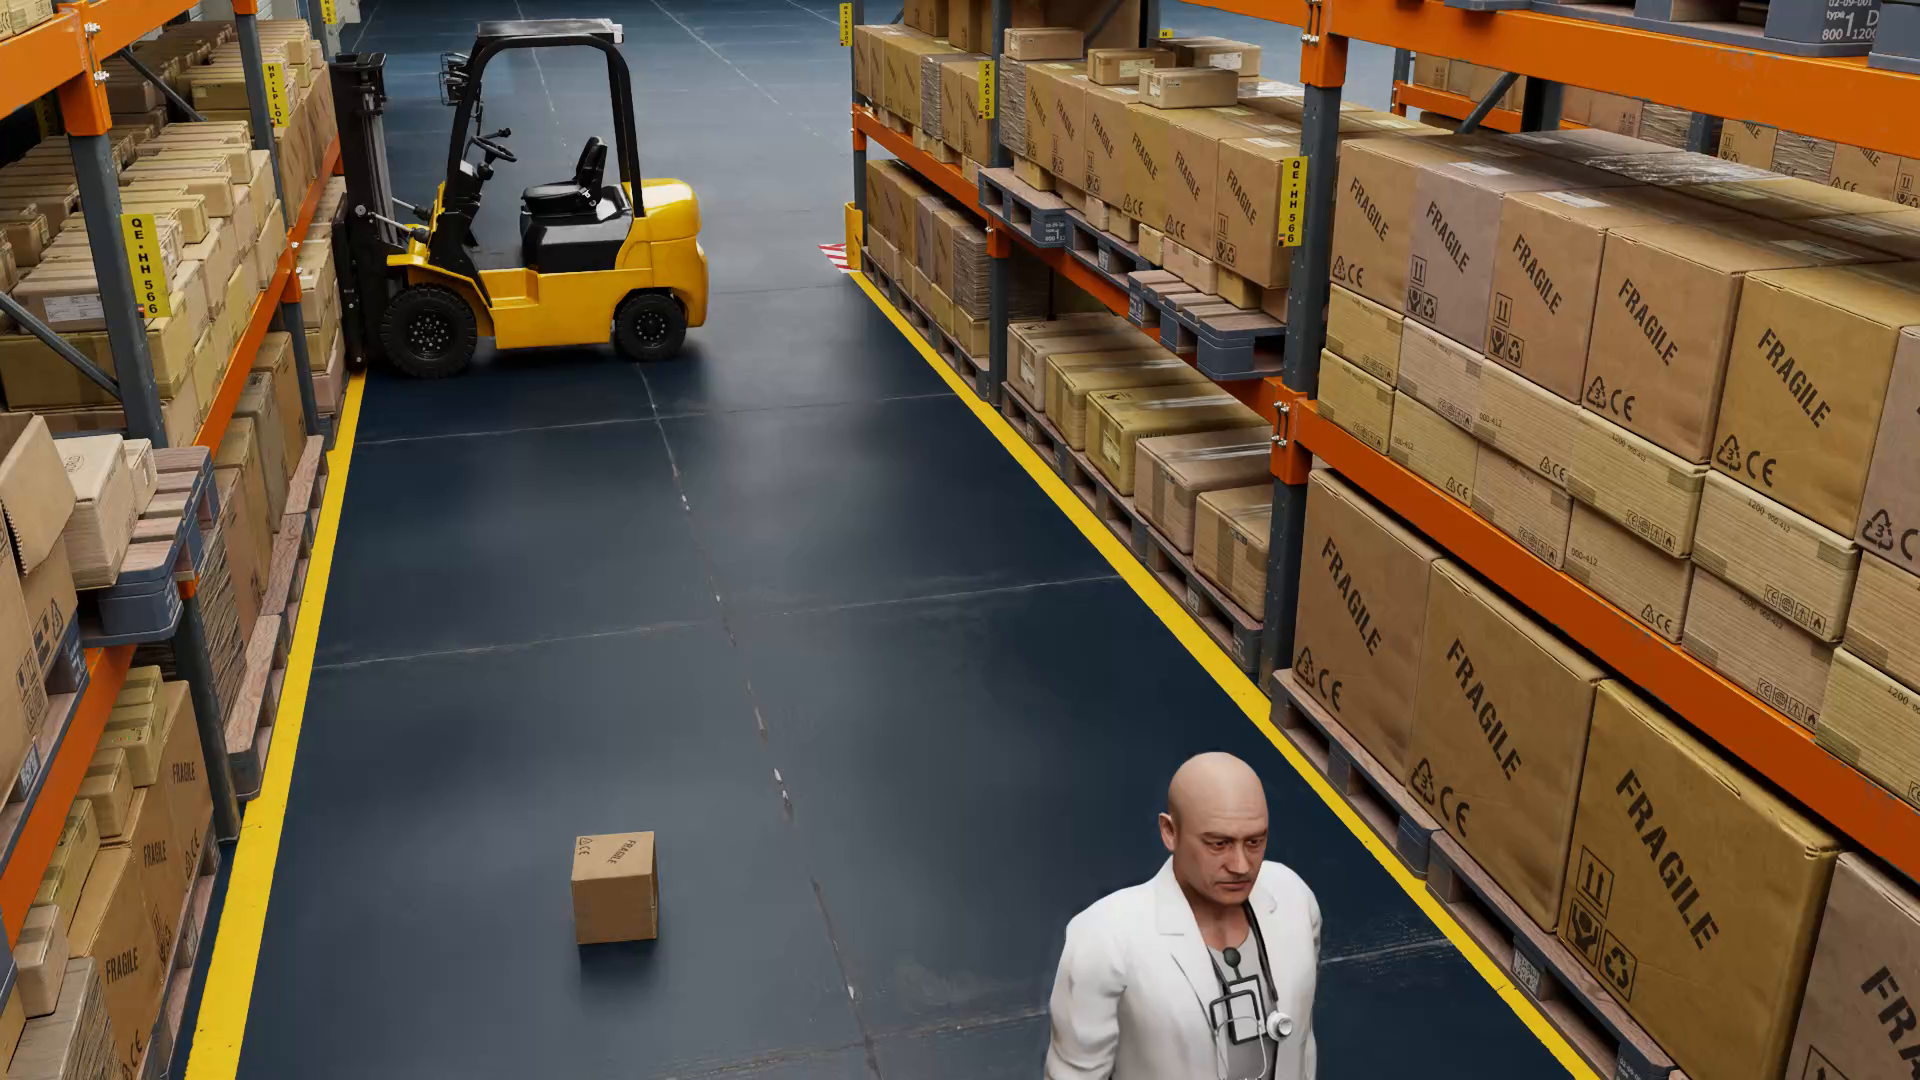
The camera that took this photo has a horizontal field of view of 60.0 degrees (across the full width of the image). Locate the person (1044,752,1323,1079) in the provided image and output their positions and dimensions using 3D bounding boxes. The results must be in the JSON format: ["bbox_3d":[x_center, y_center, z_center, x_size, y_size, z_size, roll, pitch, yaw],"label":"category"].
[{"bbox_3d":[0.431,1.199,3.192,0.594,1.753,0.809,-9,24,-20],"label":"person"}]
